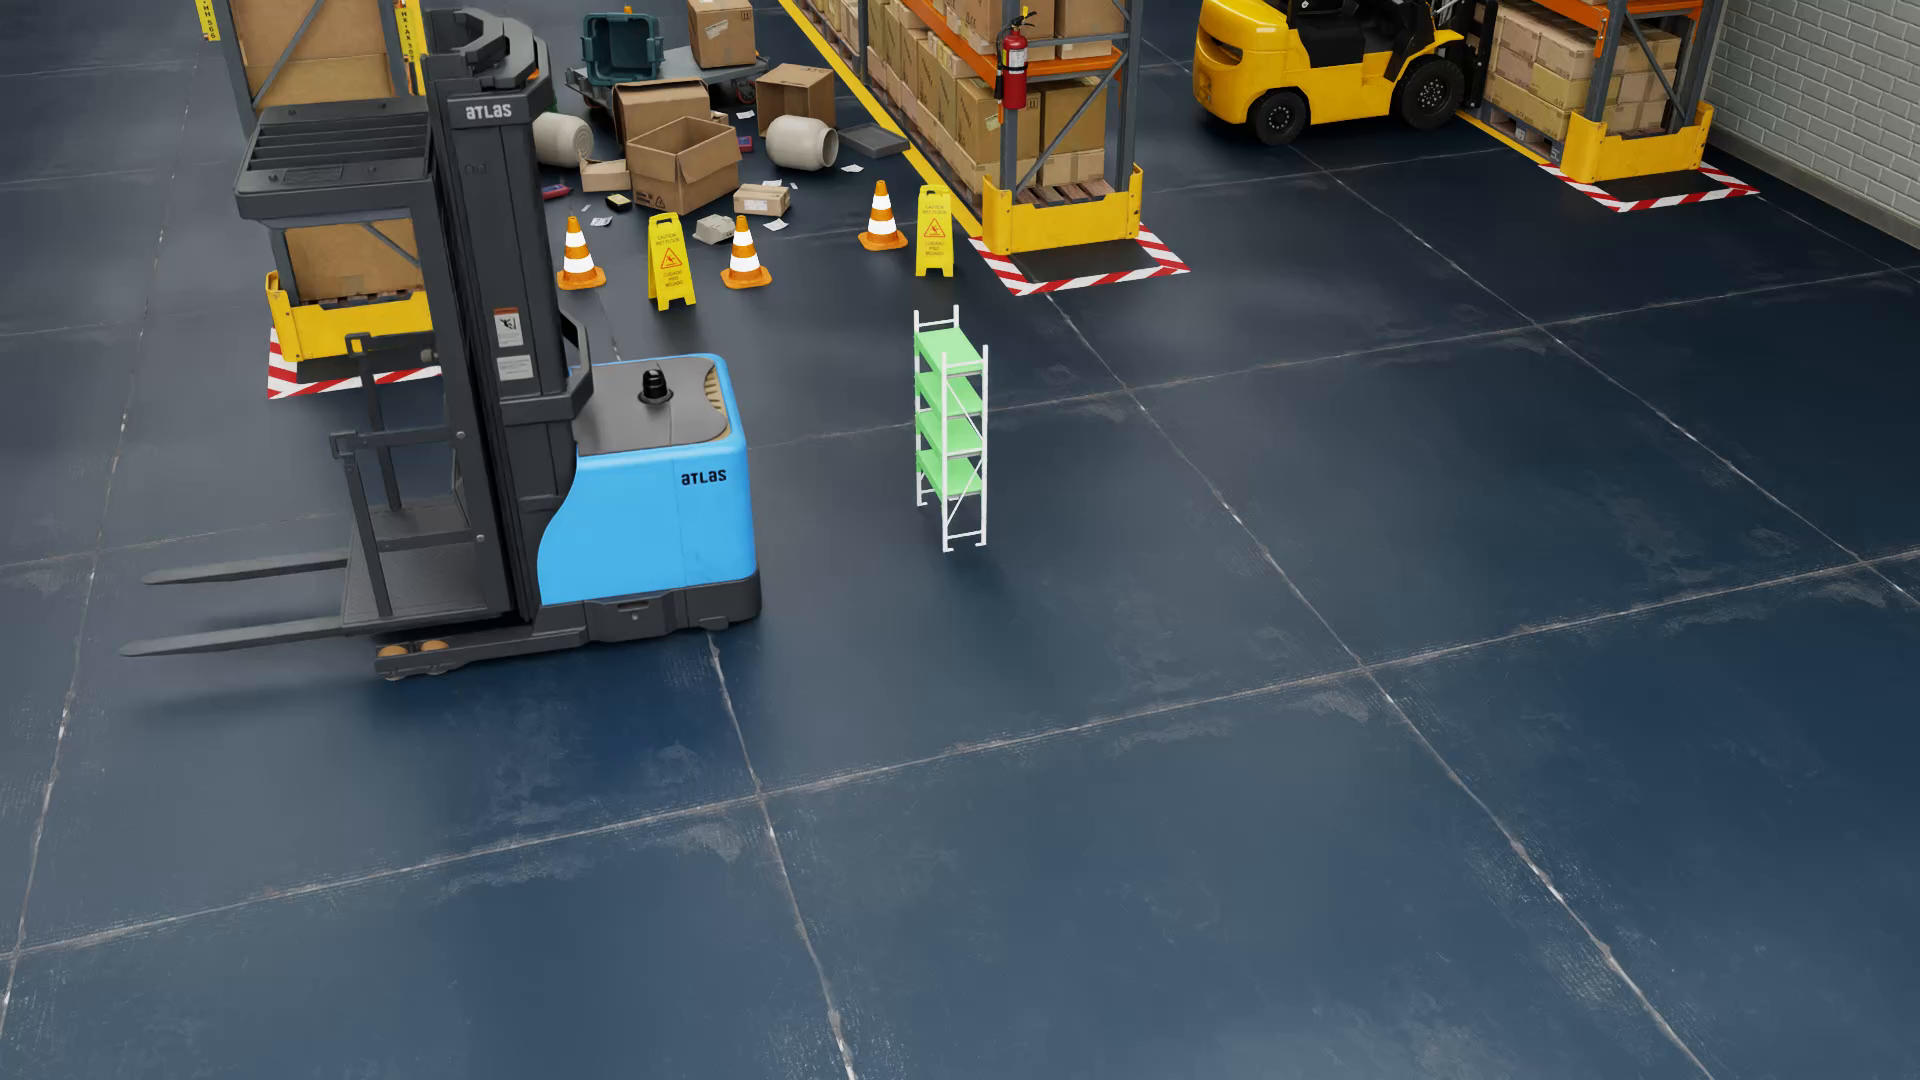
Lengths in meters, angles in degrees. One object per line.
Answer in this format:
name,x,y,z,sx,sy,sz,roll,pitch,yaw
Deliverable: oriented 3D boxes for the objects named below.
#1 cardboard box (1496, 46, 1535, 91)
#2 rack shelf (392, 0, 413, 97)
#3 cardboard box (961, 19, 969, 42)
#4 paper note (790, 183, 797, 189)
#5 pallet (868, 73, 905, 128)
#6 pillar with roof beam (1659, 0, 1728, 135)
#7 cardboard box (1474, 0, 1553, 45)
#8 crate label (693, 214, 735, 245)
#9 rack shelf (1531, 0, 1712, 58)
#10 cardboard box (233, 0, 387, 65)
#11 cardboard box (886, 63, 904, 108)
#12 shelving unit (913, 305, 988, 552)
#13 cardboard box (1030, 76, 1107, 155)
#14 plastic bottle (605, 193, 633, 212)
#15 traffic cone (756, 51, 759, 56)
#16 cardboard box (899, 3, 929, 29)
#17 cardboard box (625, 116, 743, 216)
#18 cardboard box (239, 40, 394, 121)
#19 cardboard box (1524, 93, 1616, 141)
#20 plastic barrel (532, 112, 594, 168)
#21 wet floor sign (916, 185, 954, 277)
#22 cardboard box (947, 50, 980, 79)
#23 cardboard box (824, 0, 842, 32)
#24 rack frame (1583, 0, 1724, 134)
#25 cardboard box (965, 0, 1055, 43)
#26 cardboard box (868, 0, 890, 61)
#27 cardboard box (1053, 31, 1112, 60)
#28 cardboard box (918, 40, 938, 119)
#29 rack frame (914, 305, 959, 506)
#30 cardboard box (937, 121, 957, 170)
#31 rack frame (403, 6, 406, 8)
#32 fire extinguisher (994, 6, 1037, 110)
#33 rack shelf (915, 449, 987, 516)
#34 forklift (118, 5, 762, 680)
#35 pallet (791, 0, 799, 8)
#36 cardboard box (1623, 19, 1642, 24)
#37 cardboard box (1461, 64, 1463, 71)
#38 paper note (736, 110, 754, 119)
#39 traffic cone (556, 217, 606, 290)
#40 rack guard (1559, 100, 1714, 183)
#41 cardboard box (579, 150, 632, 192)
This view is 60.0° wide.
cardboard box,4.919,-4.027,14.102,0.500,0.250,0.500,-10,35,-15
rack shelf,-4.511,-3.350,12.071,1.077,0.370,4.000,-10,35,-15
cardboard box,0.224,-3.794,12.318,0.380,0.149,0.250,-11,35,-16
paper note,-1.336,-2.848,13.371,0.032,0.001,0.123,-10,35,-15
pallet,-0.199,-4.076,15.046,1.003,0.211,1.213,-10,35,-15
pillar with roof beam,2.054,-6.618,10.923,9.100,9.000,0.400,-10,35,-15
cardboard box,4.746,-4.487,14.345,0.500,0.250,0.500,-10,35,-14
crate label,-1.830,-2.337,12.482,0.298,0.136,0.250,27,42,34
rack shelf,4.898,-5.072,14.677,1.077,0.370,4.000,-10,35,-15
cardboard box,-3.977,-3.314,10.249,0.875,0.550,0.550,-10,35,-15
cardboard box,-0.342,-3.980,14.485,0.500,0.250,0.500,-8,34,-12
shelving unit,-0.050,-0.587,8.870,0.258,1.200,0.503,-10,35,-15
cardboard box,0.792,-3.309,12.789,0.500,0.500,0.500,-11,35,-16
plastic bottle,-2.688,-2.650,13.025,0.133,0.061,0.283,-23,40,-31
traffic cone,-2.150,-4.943,16.130,0.336,0.463,0.334,-10,35,-15
cardboard box,-0.291,-4.356,13.785,0.380,0.149,0.250,-8,34,-12
cardboard box,-2.165,-2.940,13.063,0.637,0.503,0.797,19,38,26
cardboard box,-4.057,-2.850,10.525,0.875,0.550,0.550,-10,35,-15
cardboard box,5.064,-3.544,13.825,0.500,0.250,0.500,-10,35,-14
plastic barrel,-3.314,-3.288,13.661,0.512,0.421,0.421,13,36,18
wet floor sign,-0.179,-2.224,11.849,0.267,0.644,0.232,1,33,2
cardboard box,0.113,-3.655,12.725,0.380,0.149,0.250,-9,35,-13
cardboard box,-0.823,-5.316,16.397,0.950,0.372,0.625,-8,34,-12
rack frame,5.508,-4.322,12.890,1.000,3.000,0.127,-10,35,-15
cardboard box,0.354,-3.890,11.875,0.500,0.500,0.500,-11,35,-16
cardboard box,-0.515,-4.571,14.700,0.500,0.500,0.500,-8,34,-12
cardboard box,0.876,-3.594,12.015,0.380,0.149,0.250,-10,35,-15
cardboard box,-0.020,-3.743,13.446,0.500,0.500,0.500,-11,35,-16
rack frame,-0.125,-0.716,9.064,0.240,1.200,0.015,-10,35,-15
cardboard box,0.129,-3.166,13.253,0.500,0.250,0.500,-10,35,-15
rack frame,-6.341,-6.800,16.640,1.000,3.000,0.127,-10,35,-15
fire extinguisher,0.378,-3.316,11.437,0.296,0.674,0.183,-10,35,-15
rack shelf,-0.050,-0.334,9.038,0.258,0.148,0.480,-10,35,-15
forklift,-2.575,-0.865,7.720,3.031,2.935,1.130,-7,34,-11
pallet,-1.421,-6.112,18.127,1.003,0.211,1.213,-10,35,-15
cardboard box,5.386,-4.313,14.082,0.500,0.250,0.500,-10,35,-15
cardboard box,4.597,-4.340,15.029,0.500,0.250,0.500,-9,34,-13
paper note,-1.901,-3.782,14.765,0.148,0.019,0.142,-10,35,-15
traffic cone,-2.711,-2.059,11.766,0.336,0.463,0.334,-10,35,-15
rack guard,5.515,-3.267,13.560,1.175,0.500,0.348,-10,35,-15
cardboard box,-2.843,-2.967,13.318,0.396,0.266,0.258,-4,34,-6
